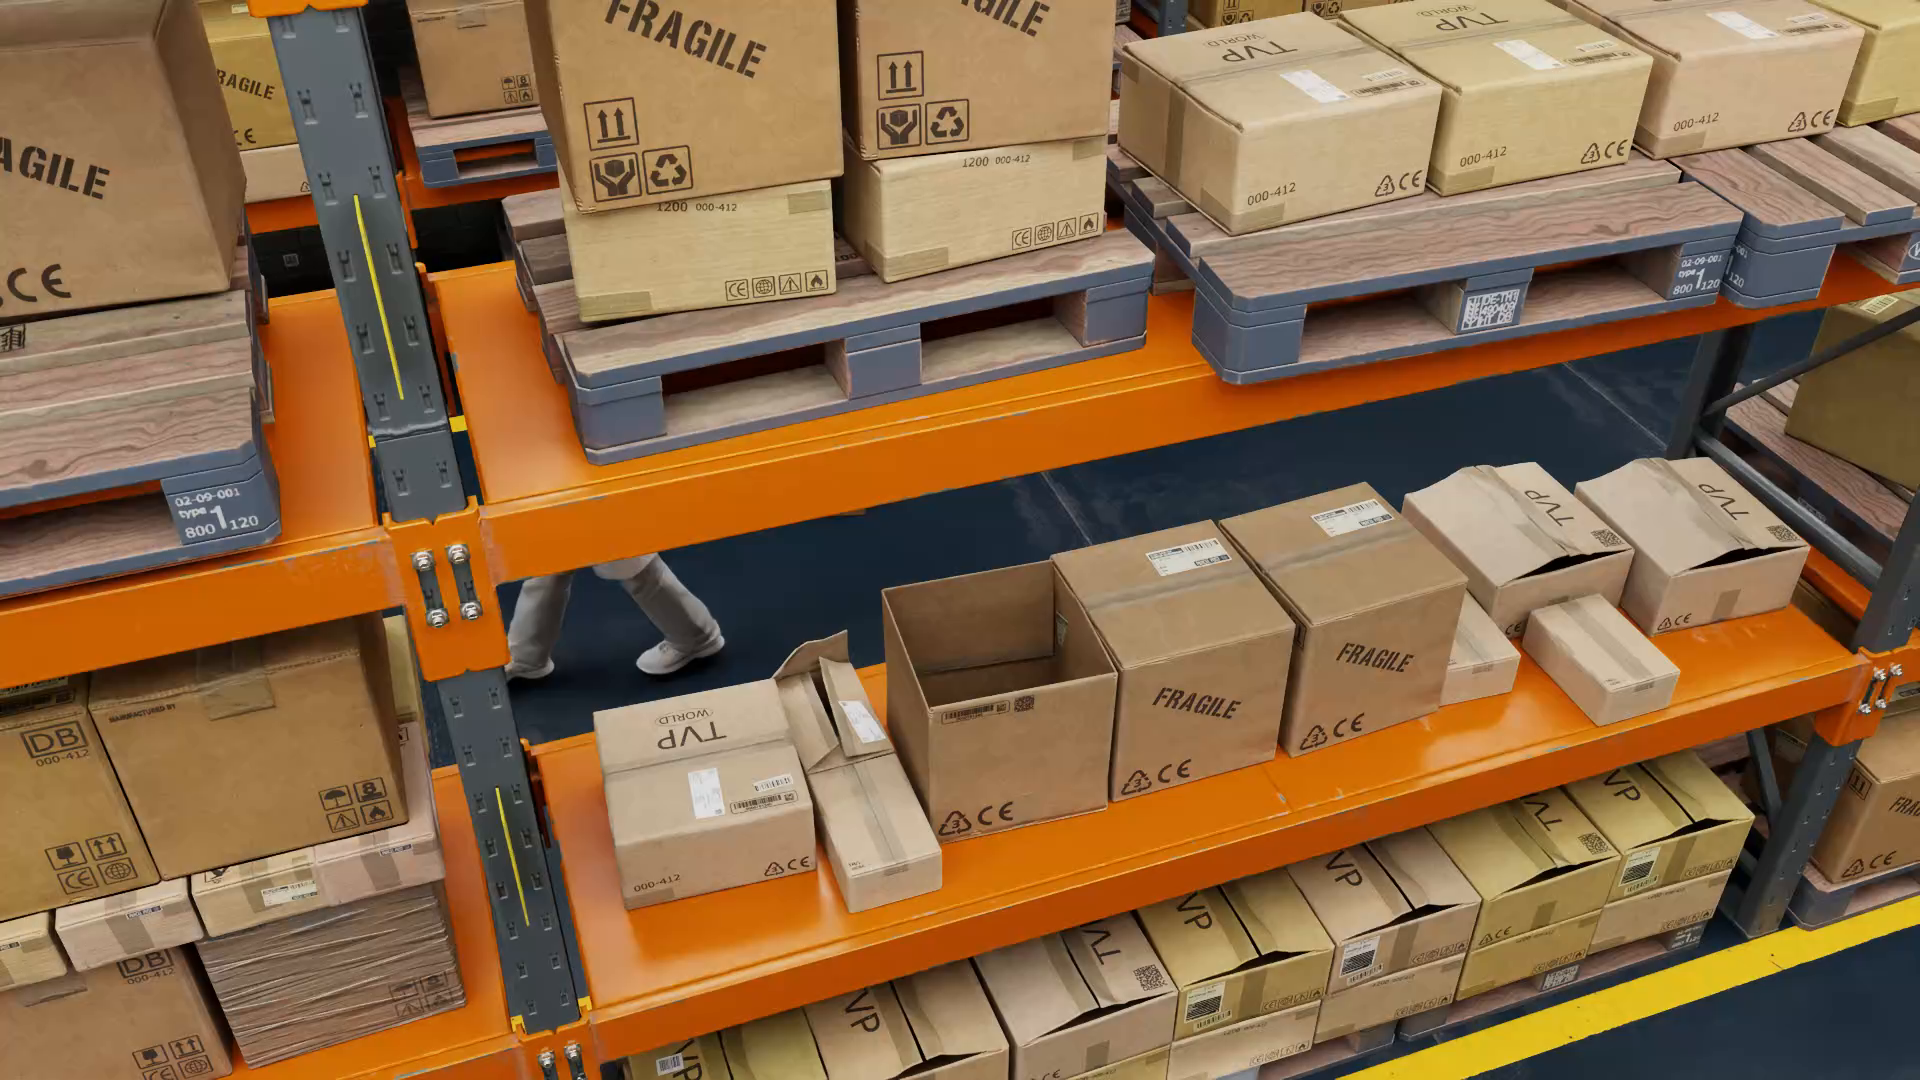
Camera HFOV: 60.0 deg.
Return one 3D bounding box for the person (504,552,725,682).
[{"bbox_3d":[-1.479,-0.088,6.331,1.052,1.628,0.602,-15,40,-19],"label":"person"}]
